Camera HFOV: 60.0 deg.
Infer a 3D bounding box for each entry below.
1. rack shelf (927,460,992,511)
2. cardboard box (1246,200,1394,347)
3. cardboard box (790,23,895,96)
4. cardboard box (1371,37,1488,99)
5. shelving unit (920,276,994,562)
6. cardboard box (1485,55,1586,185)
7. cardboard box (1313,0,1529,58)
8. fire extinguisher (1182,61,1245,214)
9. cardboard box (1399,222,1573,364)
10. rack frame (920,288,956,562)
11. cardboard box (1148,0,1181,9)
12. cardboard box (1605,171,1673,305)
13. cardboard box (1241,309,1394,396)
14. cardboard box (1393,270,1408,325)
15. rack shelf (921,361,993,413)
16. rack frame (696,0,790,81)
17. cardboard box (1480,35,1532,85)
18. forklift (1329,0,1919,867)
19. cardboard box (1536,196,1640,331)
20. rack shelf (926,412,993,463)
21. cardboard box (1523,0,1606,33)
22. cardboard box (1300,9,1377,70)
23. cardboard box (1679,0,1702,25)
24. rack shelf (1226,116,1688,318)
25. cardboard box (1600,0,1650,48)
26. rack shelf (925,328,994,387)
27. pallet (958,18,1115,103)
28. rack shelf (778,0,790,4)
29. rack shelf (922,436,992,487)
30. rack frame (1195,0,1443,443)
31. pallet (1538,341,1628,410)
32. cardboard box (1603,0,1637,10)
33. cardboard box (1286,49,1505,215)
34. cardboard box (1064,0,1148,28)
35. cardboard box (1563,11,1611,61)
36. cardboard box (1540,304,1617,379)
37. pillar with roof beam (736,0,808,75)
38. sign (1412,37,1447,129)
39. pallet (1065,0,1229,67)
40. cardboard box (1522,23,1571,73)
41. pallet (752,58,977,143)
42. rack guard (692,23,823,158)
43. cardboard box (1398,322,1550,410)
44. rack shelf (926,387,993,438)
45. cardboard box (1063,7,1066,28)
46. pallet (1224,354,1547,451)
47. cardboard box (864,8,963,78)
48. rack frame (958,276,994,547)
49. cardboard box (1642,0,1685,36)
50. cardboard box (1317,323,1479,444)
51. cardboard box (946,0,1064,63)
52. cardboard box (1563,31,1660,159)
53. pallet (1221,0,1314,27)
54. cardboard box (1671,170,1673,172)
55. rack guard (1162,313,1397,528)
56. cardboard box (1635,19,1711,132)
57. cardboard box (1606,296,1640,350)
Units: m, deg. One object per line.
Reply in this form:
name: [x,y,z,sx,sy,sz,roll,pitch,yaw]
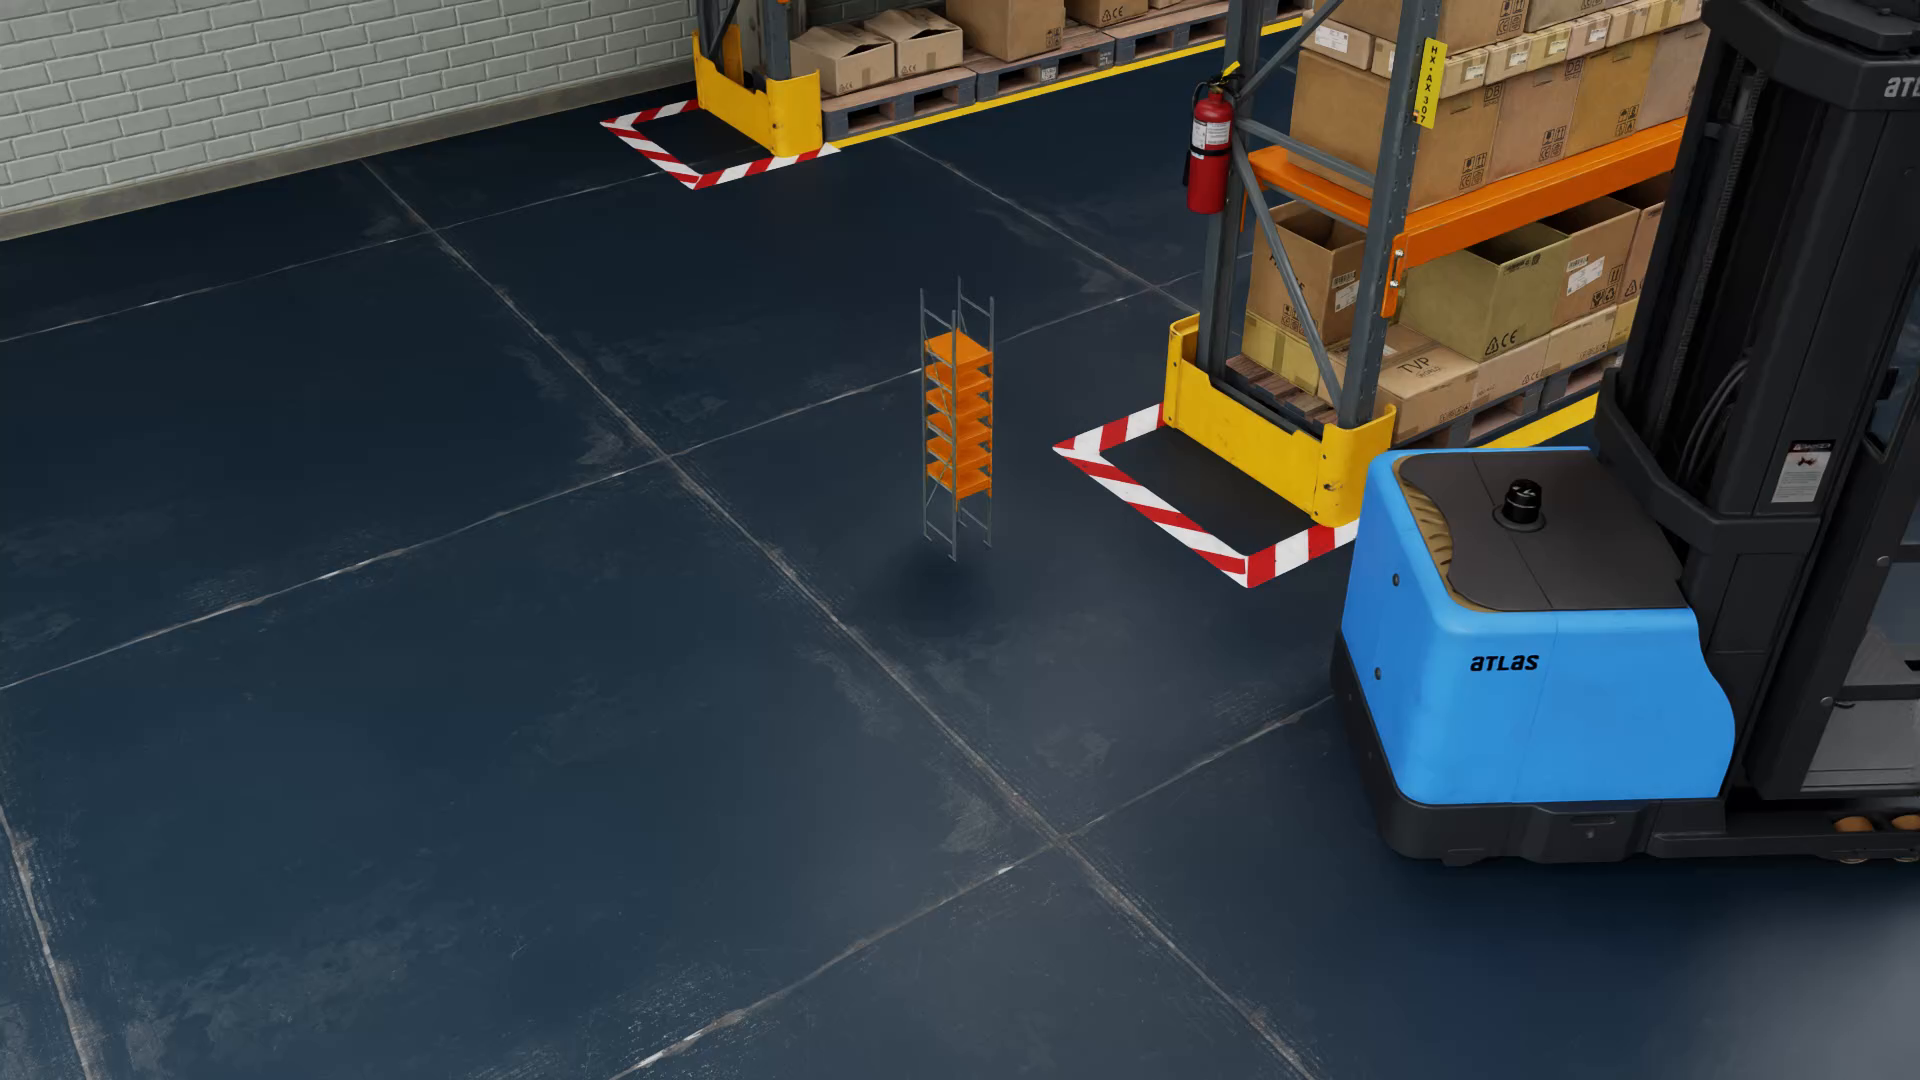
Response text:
rack shelf: [-0.012,-0.251,7.059,0.180,0.103,0.258,-22,41,-28]
cardboard box: [1.720,-1.282,7.817,0.500,0.500,0.500,-22,41,-28]
cardboard box: [-0.786,-3.241,11.114,0.500,0.311,0.500,-28,44,-33]
cardboard box: [1.898,-1.935,6.730,0.250,0.149,0.380,-23,41,-28]
shelving unit: [-0.012,-0.482,6.893,0.189,1.200,0.258,-22,41,-28]
cardboard box: [2.269,-1.972,7.337,0.500,0.500,0.700,-21,41,-27]
cardboard box: [1.885,-2.337,6.734,0.500,0.500,0.700,-22,41,-28]
fire extinguisher: [1.089,-1.752,7.183,0.183,0.674,0.296,-22,41,-28]
cardboard box: [2.427,-1.203,7.707,0.500,0.500,0.500,-22,41,-28]
rack frame: [-0.087,-0.451,6.850,0.006,1.200,0.240,-22,41,-28]
cardboard box: [1.446,-4.144,12.492,0.250,0.166,0.380,-28,44,-33]
cardboard box: [3.247,-1.537,8.172,0.500,0.500,0.500,-22,41,-28]
cardboard box: [1.721,-0.977,8.035,0.500,0.250,0.500,-22,41,-28]
cardboard box: [2.123,-1.151,8.276,0.500,0.250,0.500,-22,41,-28]
rack shelf: [-0.012,-0.641,6.779,0.180,0.103,0.258,-22,41,-28]
rack frame: [-1.404,-3.964,10.193,0.127,3.000,1.000,-22,41,-28]
cardboard box: [2.112,-2.025,6.855,0.250,0.149,0.380,-24,42,-29]
forklift: [2.950,-0.390,5.282,3.031,2.935,1.130,-1,36,-2]
cardboard box: [2.829,-1.378,7.949,0.500,0.500,0.500,-22,41,-28]
rack shelf: [-0.012,-0.446,6.919,0.180,0.103,0.258,-22,41,-28]
cardboard box: [2.312,-2.517,6.984,0.500,0.500,0.700,-24,42,-29]
cardboard box: [1.656,-2.125,6.994,0.250,0.149,0.380,-23,42,-29]
cardboard box: [3.155,-2.451,7.448,0.250,0.149,0.380,-22,41,-27]
rack shelf: [3.088,-1.982,8.053,4.000,0.370,1.077,-22,41,-28]
cardboard box: [2.741,-2.283,7.213,0.250,0.149,0.380,-24,42,-29]
rack shelf: [-0.012,-0.738,6.709,0.180,0.103,0.258,-22,41,-28]
pallet: [0.339,-3.522,11.966,1.213,0.211,1.003,-22,41,-28]
rack shelf: [0.231,-4.345,11.338,4.000,0.370,1.077,-22,41,-28]
rack shelf: [-0.012,-0.349,6.989,0.180,0.103,0.258,-22,41,-28]
rack frame: [1.453,-1.601,6.908,0.127,3.000,1.000,-22,41,-28]
pallet: [3.050,-1.155,8.674,1.213,0.211,1.003,-22,41,-28]
cardboard box: [2.724,-2.687,7.220,0.500,0.500,0.700,-22,41,-28]
cardboard box: [1.842,-1.793,7.088,0.500,0.500,0.700,-22,41,-28]
cardboard box: [1.041,-4.105,12.153,0.500,0.500,0.500,-26,43,-31]
cardboard box: [2.524,-2.192,7.087,0.250,0.149,0.380,-23,42,-29]
cardboard box: [2.835,-1.068,8.161,0.500,0.250,0.500,-22,41,-28]
pillar with roof beam: [1.150,-4.994,6.486,0.400,9.000,9.100,-22,41,-28]
sign: [1.768,-1.718,6.261,0.005,0.325,0.100,-22,41,-28]
pallet: [1.337,-3.935,12.540,1.213,0.211,1.003,-22,41,-28]
cardboard box: [2.317,-2.108,6.971,0.250,0.149,0.380,-22,41,-28]
pallet: [-0.657,-3.114,11.399,1.213,0.211,1.003,-22,41,-28]
rack guard: [-1.341,-2.975,10.958,0.348,0.500,1.175,-22,41,-28]
cardboard box: [2.426,-0.900,7.927,0.500,0.250,0.500,-22,41,-28]
rack shelf: [-0.012,-0.544,6.849,0.180,0.103,0.258,-22,41,-28]
cardboard box: [0.547,-3.803,12.033,0.250,0.149,0.380,-26,43,-31]
pallet: [2.054,-0.747,8.107,1.213,0.211,1.003,-22,41,-28]
cardboard box: [-0.320,-3.433,11.380,0.500,0.311,0.500,-19,40,-24]
rack frame: [0.063,-0.513,6.936,0.006,1.200,0.240,-22,41,-28]
cardboard box: [2.950,-2.369,7.333,0.250,0.149,0.380,-23,42,-28]
cardboard box: [2.020,-0.730,7.691,0.500,0.250,0.500,-22,41,-28]
cardboard box: [0.308,-3.733,11.635,0.500,0.500,0.700,-25,43,-31]
cardboard box: [2.678,-2.136,7.565,0.500,0.500,0.700,-22,41,-28]
pallet: [2.502,-4.440,13.243,1.213,0.211,1.003,-22,41,-28]
cardboard box: [3.648,-1.713,8.415,0.500,0.500,0.500,-22,41,-28]
rack guard: [1.434,-0.578,7.626,0.348,0.500,1.175,-22,41,-28]
cardboard box: [3.106,-2.315,7.814,0.500,0.500,0.700,-21,41,-27]
cardboard box: [3.247,-1.234,8.391,0.500,0.250,0.500,-22,41,-28]
